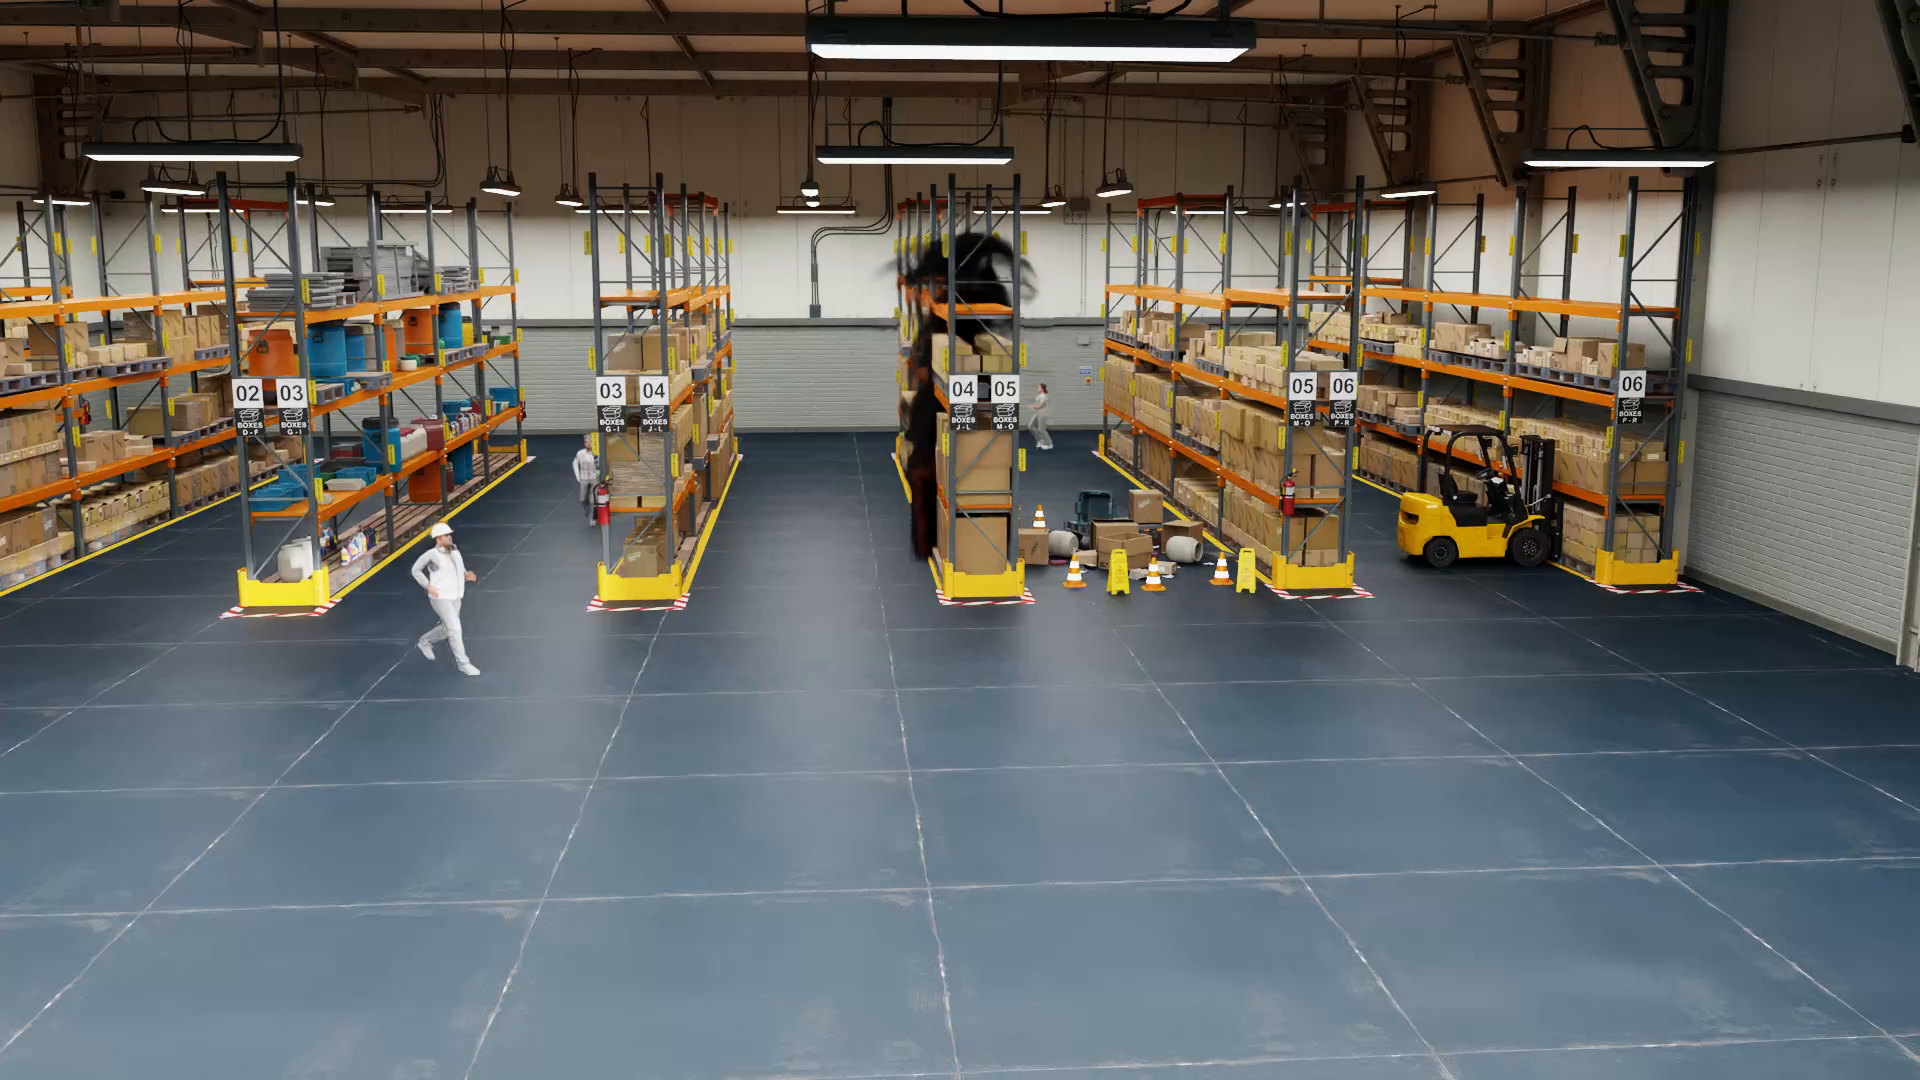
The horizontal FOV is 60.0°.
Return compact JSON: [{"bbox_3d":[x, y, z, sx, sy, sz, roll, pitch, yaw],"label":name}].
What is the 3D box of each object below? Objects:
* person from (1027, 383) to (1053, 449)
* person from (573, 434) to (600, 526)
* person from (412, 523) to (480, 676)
[{"bbox_3d":[1.986,-2.962,41.364,0.662,1.398,0.539,-2,10,-11],"label":"person"},{"bbox_3d":[-6.705,-1.093,30.150,0.645,1.667,0.558,0,10,-2],"label":"person"},{"bbox_3d":[-6.102,0.682,19.712,0.956,1.783,0.661,4,11,21],"label":"person"}]
